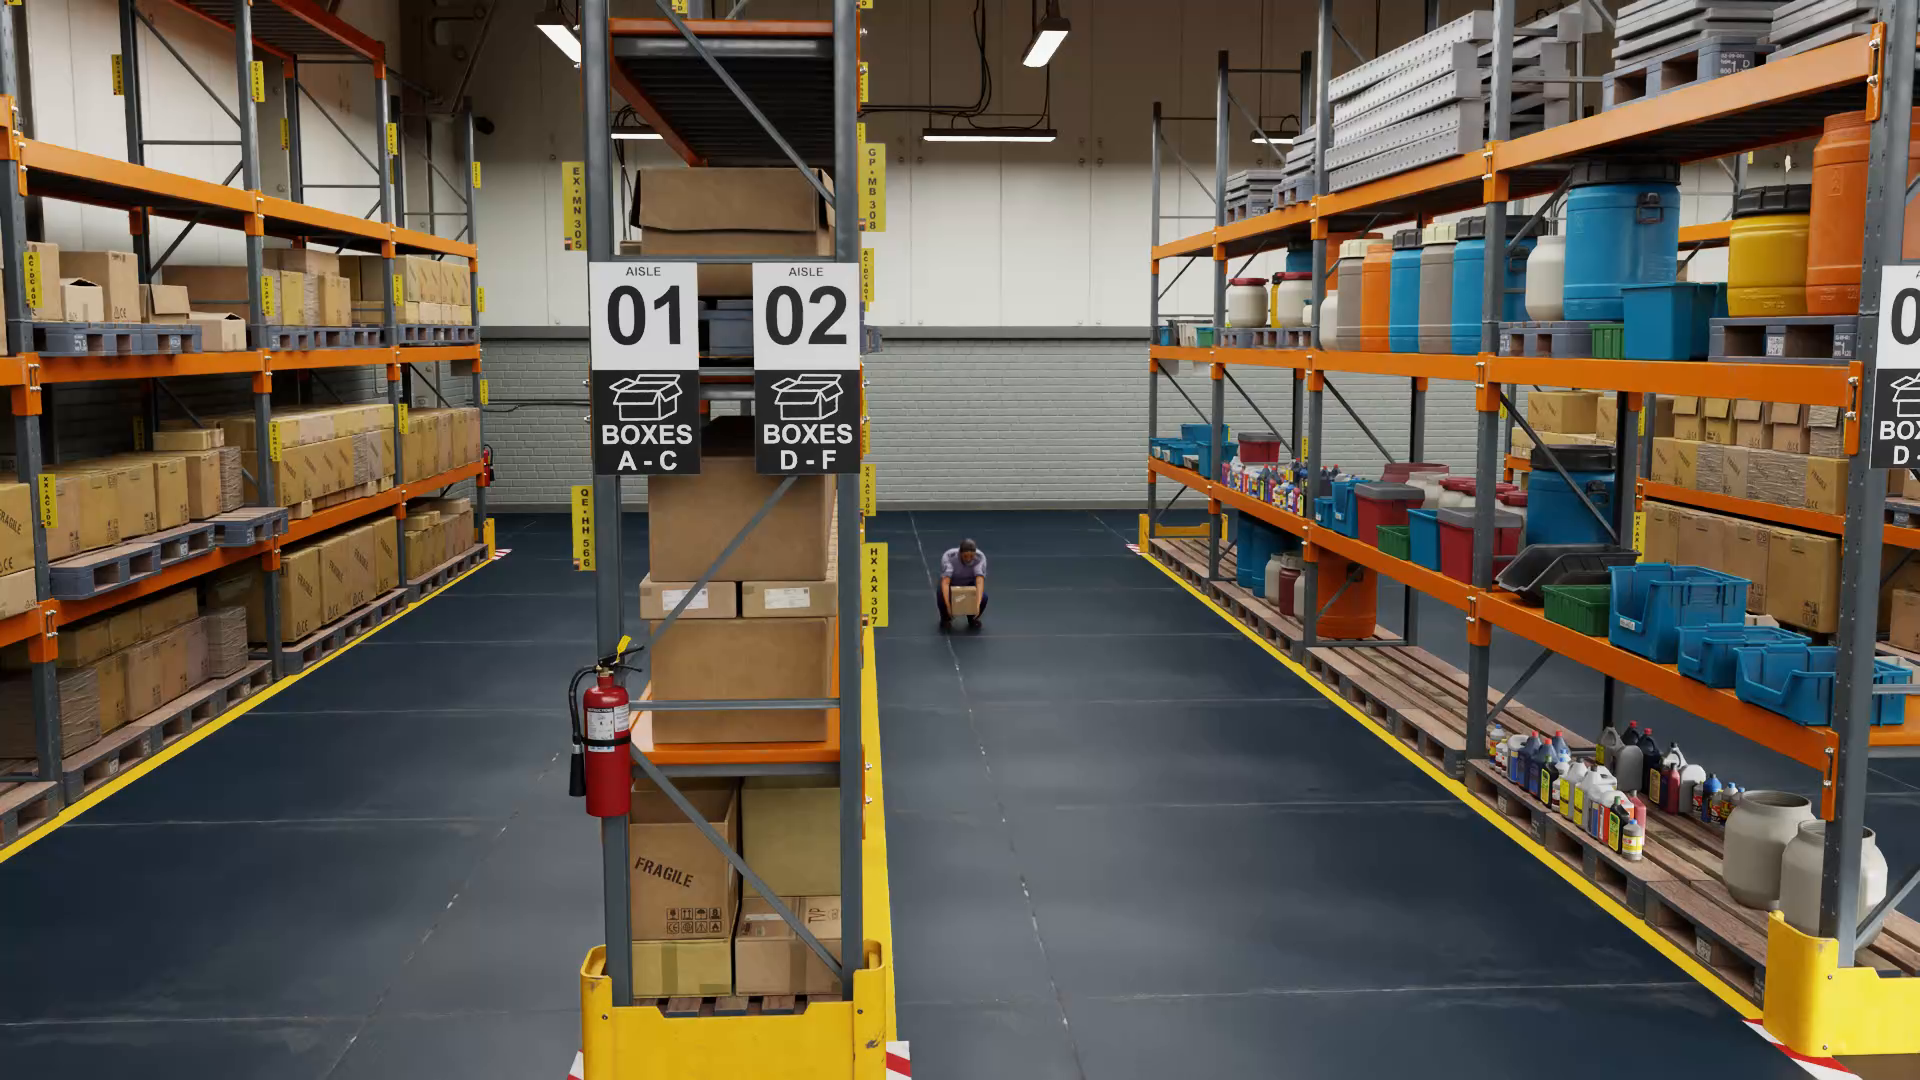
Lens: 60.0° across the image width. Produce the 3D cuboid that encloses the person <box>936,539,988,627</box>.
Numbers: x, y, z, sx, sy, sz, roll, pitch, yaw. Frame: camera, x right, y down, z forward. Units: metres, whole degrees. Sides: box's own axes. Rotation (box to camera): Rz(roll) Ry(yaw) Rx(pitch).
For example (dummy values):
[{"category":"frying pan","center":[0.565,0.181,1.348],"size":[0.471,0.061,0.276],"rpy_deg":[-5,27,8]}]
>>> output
[{"category":"person","center":[0.017,0.427,16.801],"size":[0.519,0.942,0.832],"rpy_deg":[-1,7,-5]}]
